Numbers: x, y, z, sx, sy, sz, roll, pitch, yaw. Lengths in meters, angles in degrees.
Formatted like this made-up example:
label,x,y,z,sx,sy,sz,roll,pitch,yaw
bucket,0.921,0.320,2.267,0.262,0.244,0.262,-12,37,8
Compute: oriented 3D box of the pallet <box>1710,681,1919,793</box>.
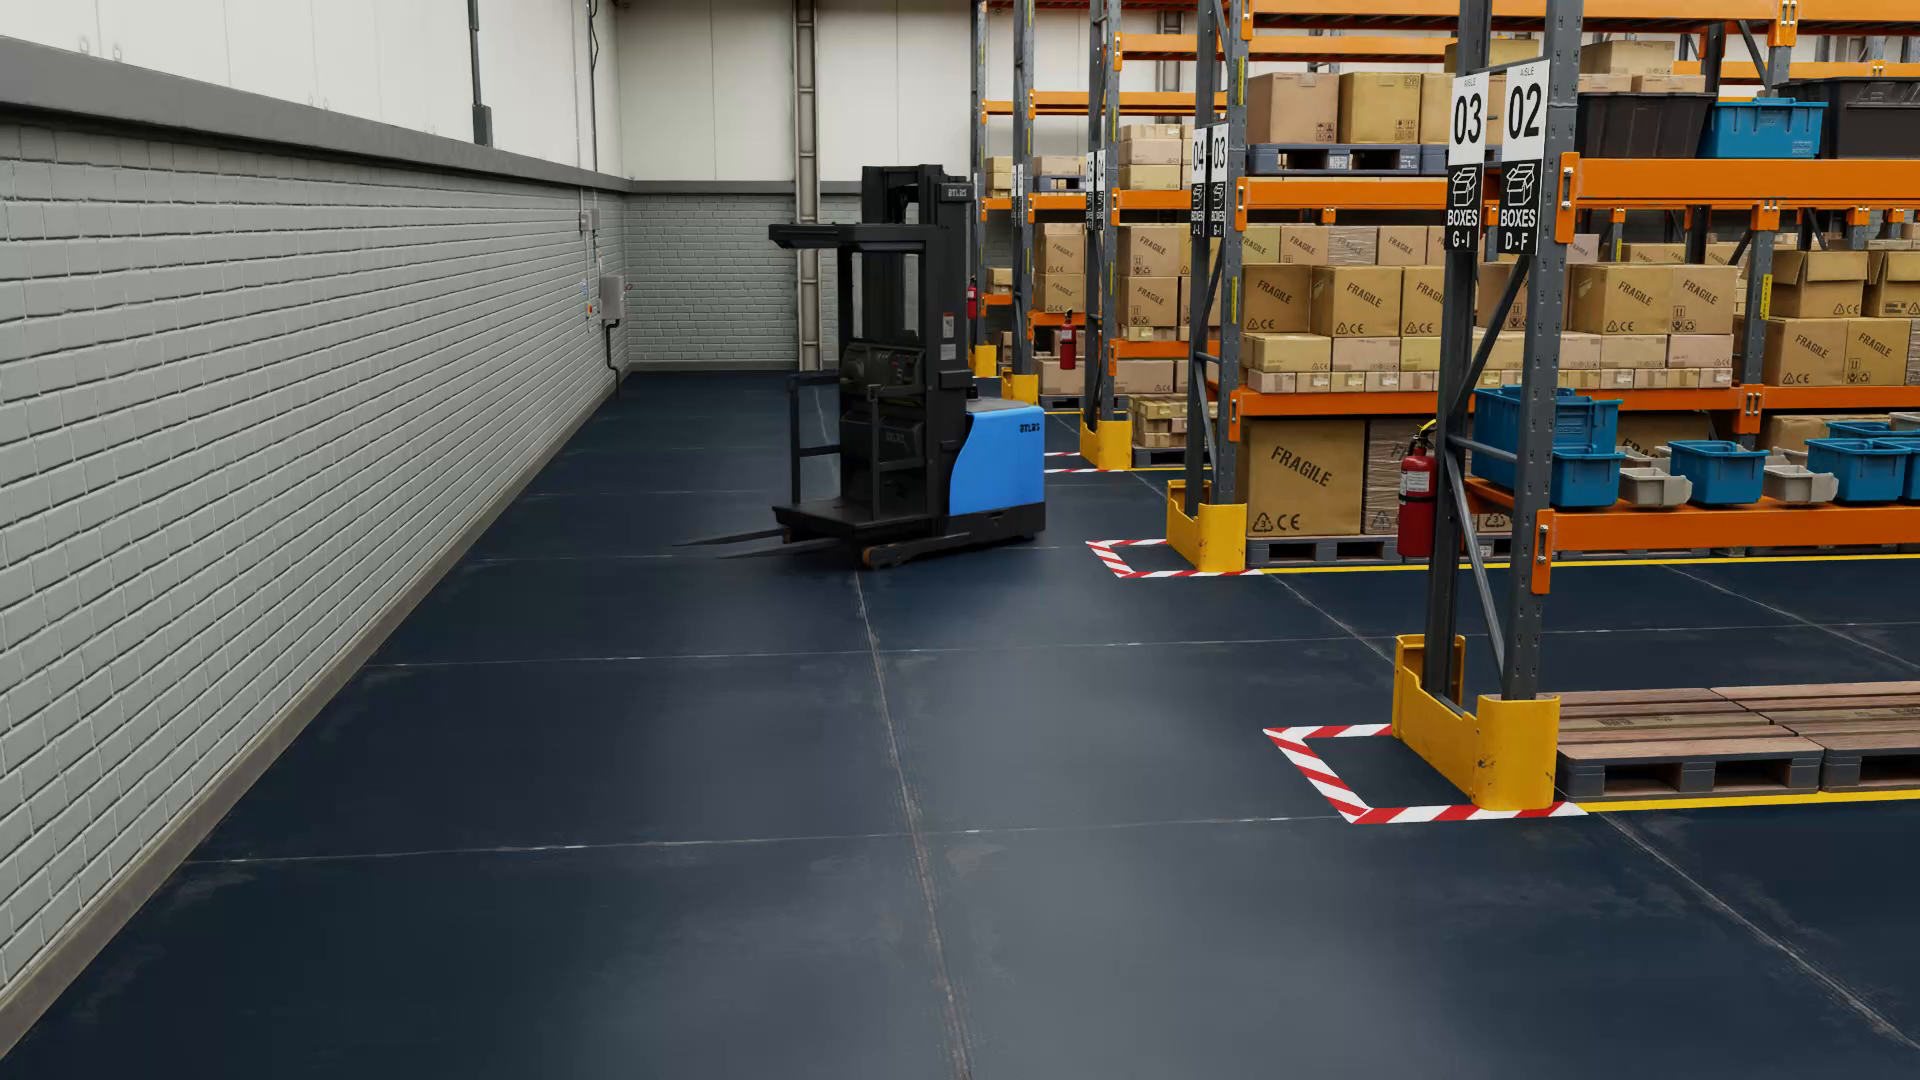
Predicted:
label,x,y,z,sx,sy,sz,roll,pitch,yaw
pallet,4.460,0.937,8.056,1.213,0.211,1.003,-1,11,-6

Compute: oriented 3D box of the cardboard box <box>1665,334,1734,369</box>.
label,x,y,z,sx,sy,sz,roll,pitch,yaw
cardboard box,5.457,-1.443,12.550,0.500,0.250,0.500,-1,11,-7

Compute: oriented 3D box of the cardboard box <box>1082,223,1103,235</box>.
label,x,y,z,sx,sy,sz,roll,pitch,yaw
cardboard box,1.727,-4.062,21.722,0.250,0.149,0.380,-1,11,-4

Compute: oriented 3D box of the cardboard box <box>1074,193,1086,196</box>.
label,x,y,z,sx,sy,sz,roll,pitch,yaw
cardboard box,1.896,-5.532,26.605,0.250,0.149,0.380,-1,11,-7

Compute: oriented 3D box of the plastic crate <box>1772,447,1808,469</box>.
label,x,y,z,sx,sy,sz,roll,pitch,yaw
plastic crate,4.073,-0.372,8.014,0.250,0.136,0.298,-1,11,-6

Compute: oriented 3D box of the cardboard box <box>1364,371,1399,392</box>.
label,x,y,z,sx,sy,sz,roll,pitch,yaw
cardboard box,3.048,-1.184,12.268,0.250,0.149,0.380,-1,11,-7

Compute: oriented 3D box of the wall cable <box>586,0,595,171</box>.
label,x,y,z,sx,sy,sz,roll,pitch,yaw
wall cable,-4.882,-6.163,21.388,0.029,3.000,2.355,-1,11,-6

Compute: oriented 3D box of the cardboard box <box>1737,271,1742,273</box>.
label,x,y,z,sx,sy,sz,roll,pitch,yaw
cardboard box,8.418,-2.859,18.154,0.250,0.149,0.380,-1,11,-6

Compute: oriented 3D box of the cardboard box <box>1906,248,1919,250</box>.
label,x,y,z,sx,sy,sz,roll,pitch,yaw
cardboard box,7.802,-2.014,12.979,0.637,0.503,0.797,-1,11,-4

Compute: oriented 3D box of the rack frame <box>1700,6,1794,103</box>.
label,x,y,z,sx,sy,sz,roll,pitch,yaw
rack frame,5.868,-4.374,12.288,0.127,3.000,1.000,-1,11,-6

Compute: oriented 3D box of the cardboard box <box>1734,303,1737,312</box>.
label,x,y,z,sx,sy,sz,roll,pitch,yaw
cardboard box,7.950,-2.431,17.518,0.250,0.149,0.380,-2,11,-9

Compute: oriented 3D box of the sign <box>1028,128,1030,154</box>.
label,x,y,z,sx,sy,sz,roll,pitch,yaw
sign,0.875,-5.080,21.187,0.005,0.325,0.100,-1,11,-6

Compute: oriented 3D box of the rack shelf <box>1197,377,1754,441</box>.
label,x,y,z,sx,sy,sz,roll,pitch,yaw
rack shelf,3.879,-1.036,12.725,4.000,0.370,1.077,-1,11,-6

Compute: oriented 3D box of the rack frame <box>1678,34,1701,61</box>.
label,x,y,z,sx,sy,sz,roll,pitch,yaw
rack frame,12.211,-7.393,27.645,0.127,3.000,1.000,-1,11,-6

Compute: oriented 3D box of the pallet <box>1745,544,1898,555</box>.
label,x,y,z,sx,sy,sz,roll,pitch,yaw
pallet,6.627,-0.093,13.291,1.213,0.211,1.003,-1,11,-6

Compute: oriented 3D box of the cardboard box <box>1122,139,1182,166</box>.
label,x,y,z,sx,sy,sz,roll,pitch,yaw
cardboard box,1.930,-3.903,16.763,0.500,0.250,0.500,-1,11,-5

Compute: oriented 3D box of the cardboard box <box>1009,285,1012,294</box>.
label,x,y,z,sx,sy,sz,roll,pitch,yaw
cardboard box,0.886,-4.044,26.815,0.250,0.149,0.380,-1,11,-5

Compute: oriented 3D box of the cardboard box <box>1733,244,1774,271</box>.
label,x,y,z,sx,sy,sz,roll,pitch,yaw
cardboard box,10.789,-3.814,22.871,0.500,0.500,0.500,-2,11,-8

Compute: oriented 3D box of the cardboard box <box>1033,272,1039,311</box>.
label,x,y,z,sx,sy,sz,roll,pitch,yaw
cardboard box,1.272,-3.357,22.410,0.500,0.500,0.500,-1,11,-6

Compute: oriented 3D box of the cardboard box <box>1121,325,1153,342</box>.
label,x,y,z,sx,sy,sz,roll,pitch,yaw
cardboard box,1.813,-2.121,17.031,0.250,0.149,0.380,-1,11,-7

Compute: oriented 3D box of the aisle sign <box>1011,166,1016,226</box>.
label,x,y,z,sx,sy,sz,roll,pitch,yaw
aisle sign,0.716,-4.581,22.154,0.004,0.787,0.394,-1,11,-6

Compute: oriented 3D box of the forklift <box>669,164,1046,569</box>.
label,x,y,z,sx,sy,sz,roll,pitch,yaw
forklift,-0.753,-1.334,12.557,3.031,2.935,1.130,-10,15,-40

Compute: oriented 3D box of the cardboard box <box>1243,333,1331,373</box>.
label,x,y,z,sx,sy,sz,roll,pitch,yaw
cardboard box,2.398,-1.378,12.217,0.500,0.250,0.500,-2,11,-8

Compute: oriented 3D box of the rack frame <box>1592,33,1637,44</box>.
label,x,y,z,sx,sy,sz,roll,pitch,yaw
rack frame,8.774,-6.358,22.379,0.127,3.000,1.000,-1,11,-6

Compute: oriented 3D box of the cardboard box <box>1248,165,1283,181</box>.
label,x,y,z,sx,sy,sz,roll,pitch,yaw
cardboard box,2.965,-3.682,16.934,0.500,0.250,0.500,-2,11,-8

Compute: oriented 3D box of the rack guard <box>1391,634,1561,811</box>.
label,x,y,z,sx,sy,sz,roll,pitch,yaw
rack guard,2.404,0.832,7.838,0.348,0.500,1.175,-1,11,-6

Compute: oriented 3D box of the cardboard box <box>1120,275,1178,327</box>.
label,x,y,z,sx,sy,sz,roll,pitch,yaw
cardboard box,1.932,-2.452,17.032,0.500,0.500,0.500,-1,11,-3

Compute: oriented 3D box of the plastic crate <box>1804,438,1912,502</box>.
label,x,y,z,sx,sy,sz,roll,pitch,yaw
plastic crate,4.016,-0.314,7.467,0.300,0.233,0.416,-1,11,-6

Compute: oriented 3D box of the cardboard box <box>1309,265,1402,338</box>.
label,x,y,z,sx,sy,sz,roll,pitch,yaw
cardboard box,2.895,-1.756,12.197,0.500,0.500,0.500,-1,11,-7

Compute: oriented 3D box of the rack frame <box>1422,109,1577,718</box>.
label,x,y,z,sx,sy,sz,roll,pitch,yaw
rack frame,2.426,-0.397,7.612,0.127,3.000,1.000,-1,11,-6

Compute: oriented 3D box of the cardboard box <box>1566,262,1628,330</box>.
label,x,y,z,sx,sy,sz,roll,pitch,yaw
cardboard box,4.874,-1.901,12.935,0.500,0.500,0.500,-1,11,-6

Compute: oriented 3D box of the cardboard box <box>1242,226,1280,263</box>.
label,x,y,z,sx,sy,sz,roll,pitch,yaw
cardboard box,2.952,-2.963,17.039,0.500,0.500,0.500,-1,11,-7

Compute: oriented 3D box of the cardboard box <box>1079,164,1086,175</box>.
label,x,y,z,sx,sy,sz,roll,pitch,yaw
cardboard box,1.667,-4.902,22.053,0.250,0.149,0.380,-2,11,-10

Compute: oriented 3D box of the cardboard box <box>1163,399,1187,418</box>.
label,x,y,z,sx,sy,sz,roll,pitch,yaw
cardboard box,2.275,-1.374,17.340,0.250,0.149,0.380,-1,11,-5

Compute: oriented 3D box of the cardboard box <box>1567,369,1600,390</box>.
label,x,y,z,sx,sy,sz,roll,pitch,yaw
cardboard box,4.577,-1.216,12.430,0.250,0.149,0.380,-1,11,-5

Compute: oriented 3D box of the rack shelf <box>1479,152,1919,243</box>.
label,x,y,z,sx,sy,sz,roll,pitch,yaw
rack shelf,4.414,-1.558,7.604,4.000,0.370,1.077,-1,11,-6

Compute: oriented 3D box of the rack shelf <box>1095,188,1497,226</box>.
label,x,y,z,sx,sy,sz,roll,pitch,yaw
rack shelf,3.444,-3.461,17.284,4.000,0.370,1.077,-1,11,-6

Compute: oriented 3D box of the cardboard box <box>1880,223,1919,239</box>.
label,x,y,z,sx,sy,sz,roll,pitch,yaw
cardboard box,13.212,-4.151,23.082,0.500,0.500,0.700,-1,11,-7

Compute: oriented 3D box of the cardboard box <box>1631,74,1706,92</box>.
label,x,y,z,sx,sy,sz,roll,pitch,yaw
cardboard box,5.096,-3.178,12.376,0.500,0.500,0.700,-2,11,-9

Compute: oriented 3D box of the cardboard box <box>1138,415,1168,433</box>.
label,x,y,z,sx,sy,sz,roll,pitch,yaw
cardboard box,2.005,-1.215,17.303,0.250,0.149,0.380,-1,11,-4

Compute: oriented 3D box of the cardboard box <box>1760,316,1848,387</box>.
label,x,y,z,sx,sy,sz,roll,pitch,yaw
cardboard box,6.352,-1.441,12.662,0.500,0.500,0.500,-1,11,-6

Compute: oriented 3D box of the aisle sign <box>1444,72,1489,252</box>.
label,x,y,z,sx,sy,sz,roll,pitch,yaw
aisle sign,2.323,-1.727,7.639,0.004,0.787,0.394,-1,11,-6

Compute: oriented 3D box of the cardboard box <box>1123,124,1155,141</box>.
label,x,y,z,sx,sy,sz,roll,pitch,yaw
cardboard box,1.803,-4.102,16.743,0.250,0.149,0.380,-1,11,-7

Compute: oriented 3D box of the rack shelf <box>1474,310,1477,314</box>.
label,x,y,z,sx,sy,sz,roll,pitch,yaw
rack shelf,6.786,-3.019,22.815,4.000,0.370,1.077,-1,11,-6

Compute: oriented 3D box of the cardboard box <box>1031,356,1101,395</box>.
label,x,y,z,sx,sy,sz,roll,pitch,yaw
cardboard box,1.466,-2.229,22.484,0.875,0.438,0.875,-2,11,-8

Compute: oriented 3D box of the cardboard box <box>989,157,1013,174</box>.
label,x,y,z,sx,sy,sz,roll,pitch,yaw
cardboard box,0.750,-5.950,26.402,0.500,0.250,0.500,-1,11,-7

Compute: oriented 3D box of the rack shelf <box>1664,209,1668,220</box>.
label,x,y,z,sx,sy,sz,roll,pitch,yaw
rack shelf,10.223,-5.526,27.792,4.000,0.370,1.077,-1,11,-6

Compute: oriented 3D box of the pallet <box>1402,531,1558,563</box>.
label,x,y,z,sx,sy,sz,roll,pitch,yaw
pallet,3.888,-0.035,12.999,1.213,0.211,1.003,-1,11,-6

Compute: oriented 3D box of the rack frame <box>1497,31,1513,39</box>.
label,x,y,z,sx,sy,sz,roll,pitch,yaw
rack frame,5.433,-5.327,17.137,0.127,3.000,1.000,-1,11,-6

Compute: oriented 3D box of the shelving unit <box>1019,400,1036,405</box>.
label,x,y,z,sx,sy,sz,roll,pitch,yaw
shelving unit,0.468,-0.625,13.825,0.252,1.050,0.215,-10,15,-40

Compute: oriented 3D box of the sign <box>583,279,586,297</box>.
label,x,y,z,sx,sy,sz,roll,pitch,yaw
sign,-4.838,-3.248,21.410,0.001,0.218,0.327,-1,11,-6

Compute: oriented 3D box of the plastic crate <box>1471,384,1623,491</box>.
label,x,y,z,sx,sy,sz,roll,pitch,yaw
plastic crate,2.739,-0.487,7.820,0.499,0.435,0.616,-1,11,-6

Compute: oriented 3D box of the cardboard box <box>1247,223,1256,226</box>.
label,x,y,z,sx,sy,sz,roll,pitch,yaw
cardboard box,3.753,-4.125,22.039,0.250,0.149,0.380,-1,11,-7
